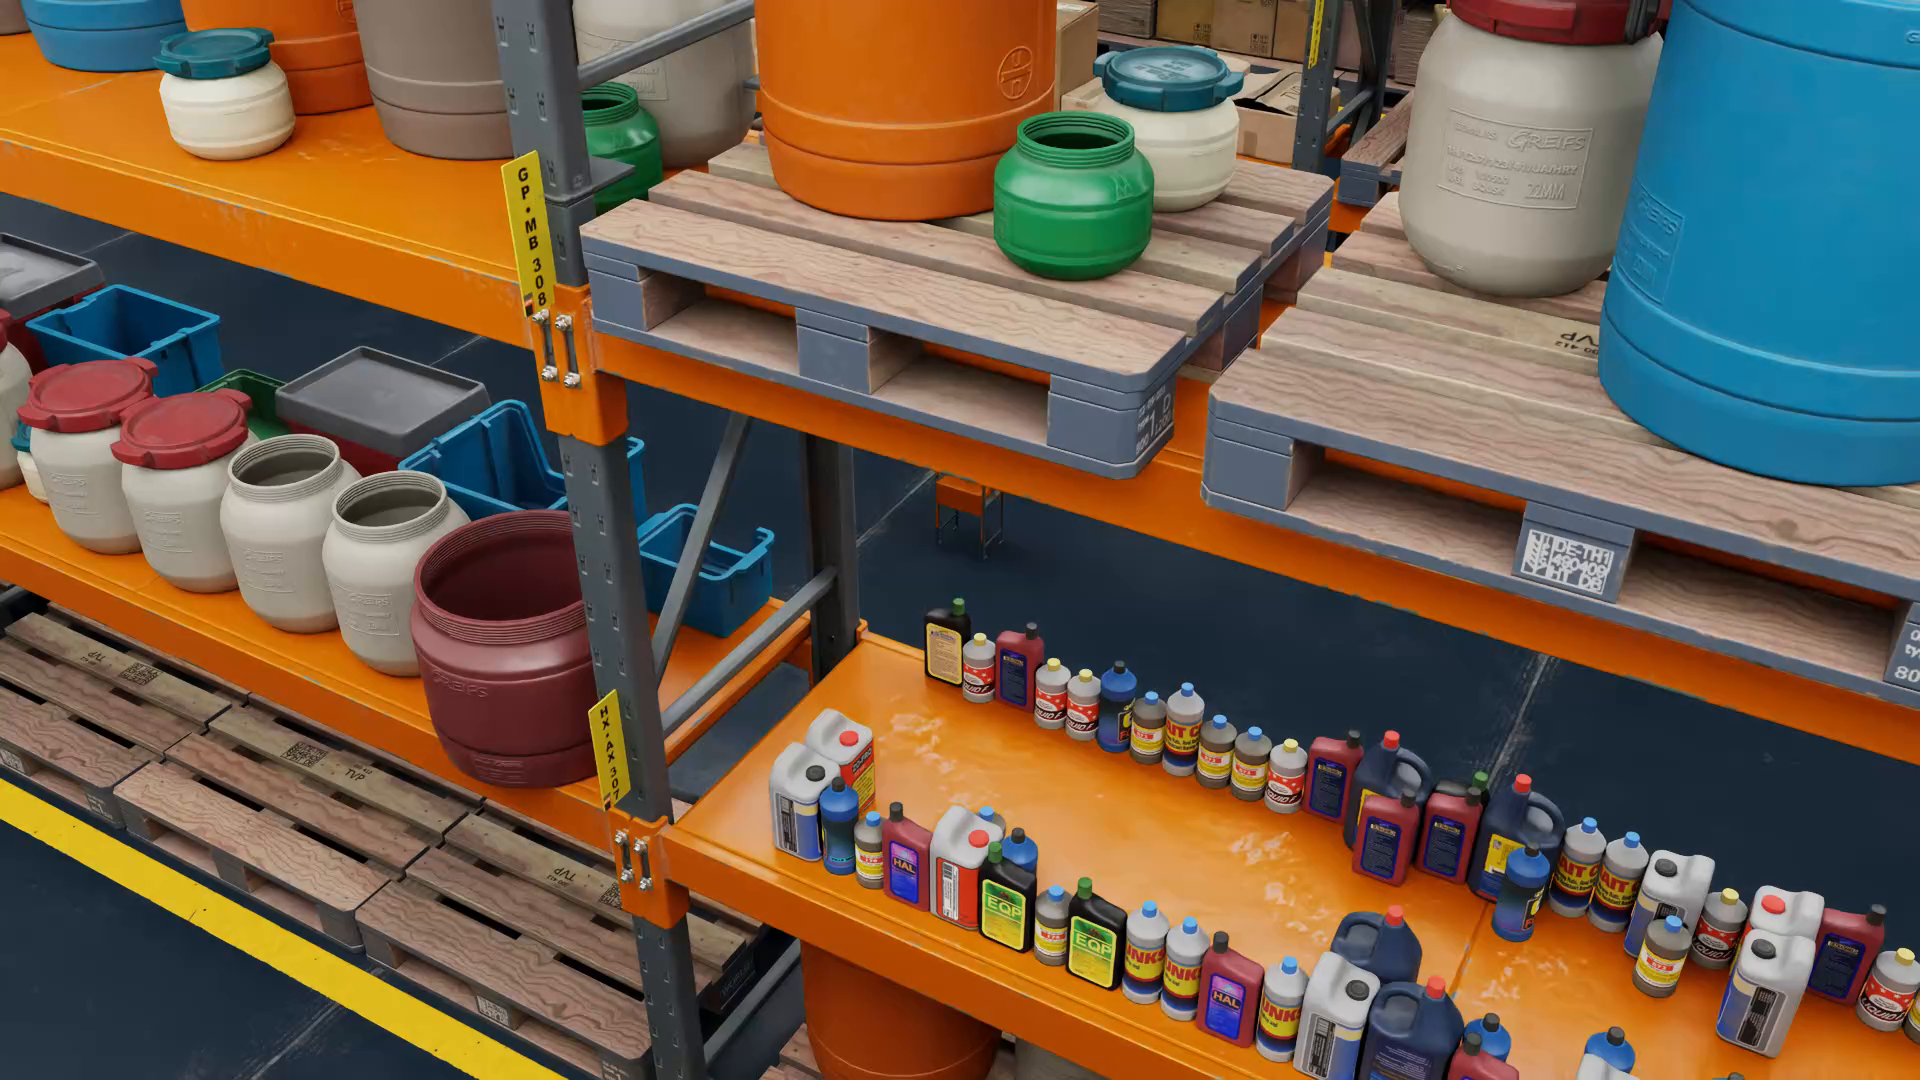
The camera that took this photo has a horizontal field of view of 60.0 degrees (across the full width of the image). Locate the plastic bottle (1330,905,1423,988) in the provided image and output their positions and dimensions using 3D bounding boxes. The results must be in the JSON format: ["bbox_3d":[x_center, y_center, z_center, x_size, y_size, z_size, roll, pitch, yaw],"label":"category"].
[{"bbox_3d":[0.917,0.936,3.682,0.185,0.351,0.144,18,37,24],"label":"plastic bottle"}]

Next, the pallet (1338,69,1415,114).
[{"bbox_3d":[3.640,-3.498,12.813,1.213,0.211,1.003,18,37,24],"label":"pallet"}]

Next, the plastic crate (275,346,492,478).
[{"bbox_3d":[-1.849,-0.294,5.427,0.583,0.464,0.402,18,37,24],"label":"plastic crate"}]

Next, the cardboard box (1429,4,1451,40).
[{"bbox_3d":[2.466,-2.156,7.812,0.500,0.500,0.700,6,34,9],"label":"cardboard box"}]

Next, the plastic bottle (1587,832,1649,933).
[{"bbox_3d":[1.570,0.804,3.953,0.097,0.271,0.097,0,34,0],"label":"plastic bottle"}]

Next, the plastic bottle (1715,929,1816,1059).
[{"bbox_3d":[1.783,0.984,3.678,0.135,0.276,0.152,18,37,24],"label":"plastic bottle"}]

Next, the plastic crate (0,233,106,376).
[{"bbox_3d":[-3.499,-0.816,6.212,0.583,0.464,0.402,18,37,24],"label":"plastic crate"}]

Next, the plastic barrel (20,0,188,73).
[{"bbox_3d":[-2.386,-1.838,4.645,0.708,0.901,0.600,18,37,24],"label":"plastic barrel"}]

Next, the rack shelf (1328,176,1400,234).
[{"bbox_3d":[3.599,-1.209,7.508,4.000,0.370,1.077,18,37,24],"label":"rack shelf"}]

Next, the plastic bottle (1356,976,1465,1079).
[{"bbox_3d":[0.958,1.047,3.516,0.185,0.351,0.144,18,37,24],"label":"plastic bottle"}]

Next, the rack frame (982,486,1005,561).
[{"bbox_3d":[0.152,-0.389,7.387,0.008,1.050,0.200,18,37,24],"label":"rack frame"}]

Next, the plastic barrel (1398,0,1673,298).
[{"bbox_3d":[1.016,-0.741,2.948,0.433,0.535,0.433,0,34,0],"label":"plastic barrel"}]

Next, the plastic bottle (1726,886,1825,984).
[{"bbox_3d":[1.858,0.911,3.788,0.135,0.276,0.152,18,37,24],"label":"plastic bottle"}]

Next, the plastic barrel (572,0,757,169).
[{"bbox_3d":[-0.716,-1.204,4.044,0.421,0.512,0.421,0,34,0],"label":"plastic barrel"}]

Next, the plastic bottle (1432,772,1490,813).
[{"bbox_3d":[1.233,0.681,4.127,0.133,0.283,0.061,18,37,24],"label":"plastic bottle"}]

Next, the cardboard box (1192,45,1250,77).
[{"bbox_3d":[1.182,-2.360,8.669,0.500,0.311,0.500,17,37,24],"label":"cardboard box"}]

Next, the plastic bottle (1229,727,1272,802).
[{"bbox_3d":[0.763,0.578,4.356,0.097,0.201,0.097,0,34,0],"label":"plastic bottle"}]

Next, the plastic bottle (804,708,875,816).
[{"bbox_3d":[-0.307,0.577,4.289,0.135,0.276,0.152,18,37,24],"label":"plastic bottle"}]

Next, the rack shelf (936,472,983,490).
[{"bbox_3d":[0.046,-0.413,7.443,0.240,0.259,0.215,18,37,24],"label":"rack shelf"}]

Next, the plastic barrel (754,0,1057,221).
[{"bbox_3d":[-0.107,-1.120,3.253,0.708,0.830,0.600,18,37,24],"label":"plastic barrel"}]

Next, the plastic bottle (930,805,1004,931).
[{"bbox_3d":[0.019,0.778,3.988,0.135,0.276,0.152,18,37,24],"label":"plastic bottle"}]

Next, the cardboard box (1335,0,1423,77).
[{"bbox_3d":[3.277,-3.956,12.843,0.500,0.500,0.700,18,37,24],"label":"cardboard box"}]

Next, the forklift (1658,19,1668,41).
[{"bbox_3d":[4.131,-3.177,9.877,1.130,2.935,3.031,13,36,19],"label":"forklift"}]

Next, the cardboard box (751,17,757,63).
[{"bbox_3d":[-1.161,-2.982,9.656,0.500,0.250,0.500,20,39,27],"label":"cardboard box"}]

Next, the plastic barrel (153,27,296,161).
[{"bbox_3d":[-1.818,-1.104,4.120,0.301,0.262,0.301,0,34,0],"label":"plastic barrel"}]

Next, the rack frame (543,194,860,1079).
[{"bbox_3d":[-0.598,0.324,4.557,0.127,3.000,1.000,18,37,24],"label":"rack frame"}]

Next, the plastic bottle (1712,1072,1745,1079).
[{"bbox_3d":[1.546,1.184,3.382,0.097,0.271,0.097,0,34,0],"label":"plastic bottle"}]

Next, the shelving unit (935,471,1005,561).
[{"bbox_3d":[0.046,-0.422,7.437,0.252,1.050,0.215,18,37,24],"label":"shelving unit"}]

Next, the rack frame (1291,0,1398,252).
[{"bbox_3d":[1.863,-2.058,8.135,0.127,3.000,1.000,18,37,24],"label":"rack frame"}]

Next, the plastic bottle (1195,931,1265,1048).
[{"bbox_3d":[0.598,0.987,3.667,0.133,0.283,0.061,18,37,24],"label":"plastic bottle"}]

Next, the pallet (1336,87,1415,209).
[{"bbox_3d":[2.486,-1.826,7.959,1.003,0.211,1.213,18,37,24],"label":"pallet"}]

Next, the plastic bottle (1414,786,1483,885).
[{"bbox_3d":[1.203,0.710,4.083,0.133,0.283,0.061,18,37,24],"label":"plastic bottle"}]

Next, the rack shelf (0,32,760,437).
[{"bbox_3d":[-2.335,-1.175,4.751,4.000,0.370,1.077,18,37,24],"label":"rack shelf"}]

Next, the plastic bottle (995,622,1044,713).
[{"bbox_3d":[0.165,0.342,4.635,0.133,0.283,0.061,18,37,24],"label":"plastic bottle"}]

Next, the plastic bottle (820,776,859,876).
[{"bbox_3d":[-0.296,0.697,4.112,0.097,0.271,0.097,0,34,0],"label":"plastic bottle"}]

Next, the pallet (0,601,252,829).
[{"bbox_3d":[-3.370,0.582,6.685,1.213,0.211,1.003,18,37,24],"label":"pallet"}]

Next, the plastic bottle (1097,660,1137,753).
[{"bbox_3d":[0.425,0.441,4.497,0.097,0.271,0.097,0,34,0],"label":"plastic bottle"}]

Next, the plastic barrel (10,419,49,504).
[{"bbox_3d":[-2.998,-0.280,5.589,0.301,0.262,0.301,0,34,0],"label":"plastic barrel"}]

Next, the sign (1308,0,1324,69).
[{"bbox_3d":[1.590,-2.272,7.411,0.005,0.325,0.100,18,37,24],"label":"sign"}]

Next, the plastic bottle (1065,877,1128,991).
[{"bbox_3d":[0.313,0.897,3.802,0.133,0.283,0.061,18,37,24],"label":"plastic bottle"}]

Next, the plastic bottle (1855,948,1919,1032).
[{"bbox_3d":[2.088,0.997,3.725,0.097,0.201,0.097,0,34,0],"label":"plastic bottle"}]

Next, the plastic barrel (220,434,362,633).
[{"bbox_3d":[-1.963,-0.018,4.970,0.421,0.512,0.421,0,34,0],"label":"plastic barrel"}]

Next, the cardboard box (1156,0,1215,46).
[{"bbox_3d":[1.966,-4.374,13.470,0.500,0.500,0.700,17,37,23],"label":"cardboard box"}]
